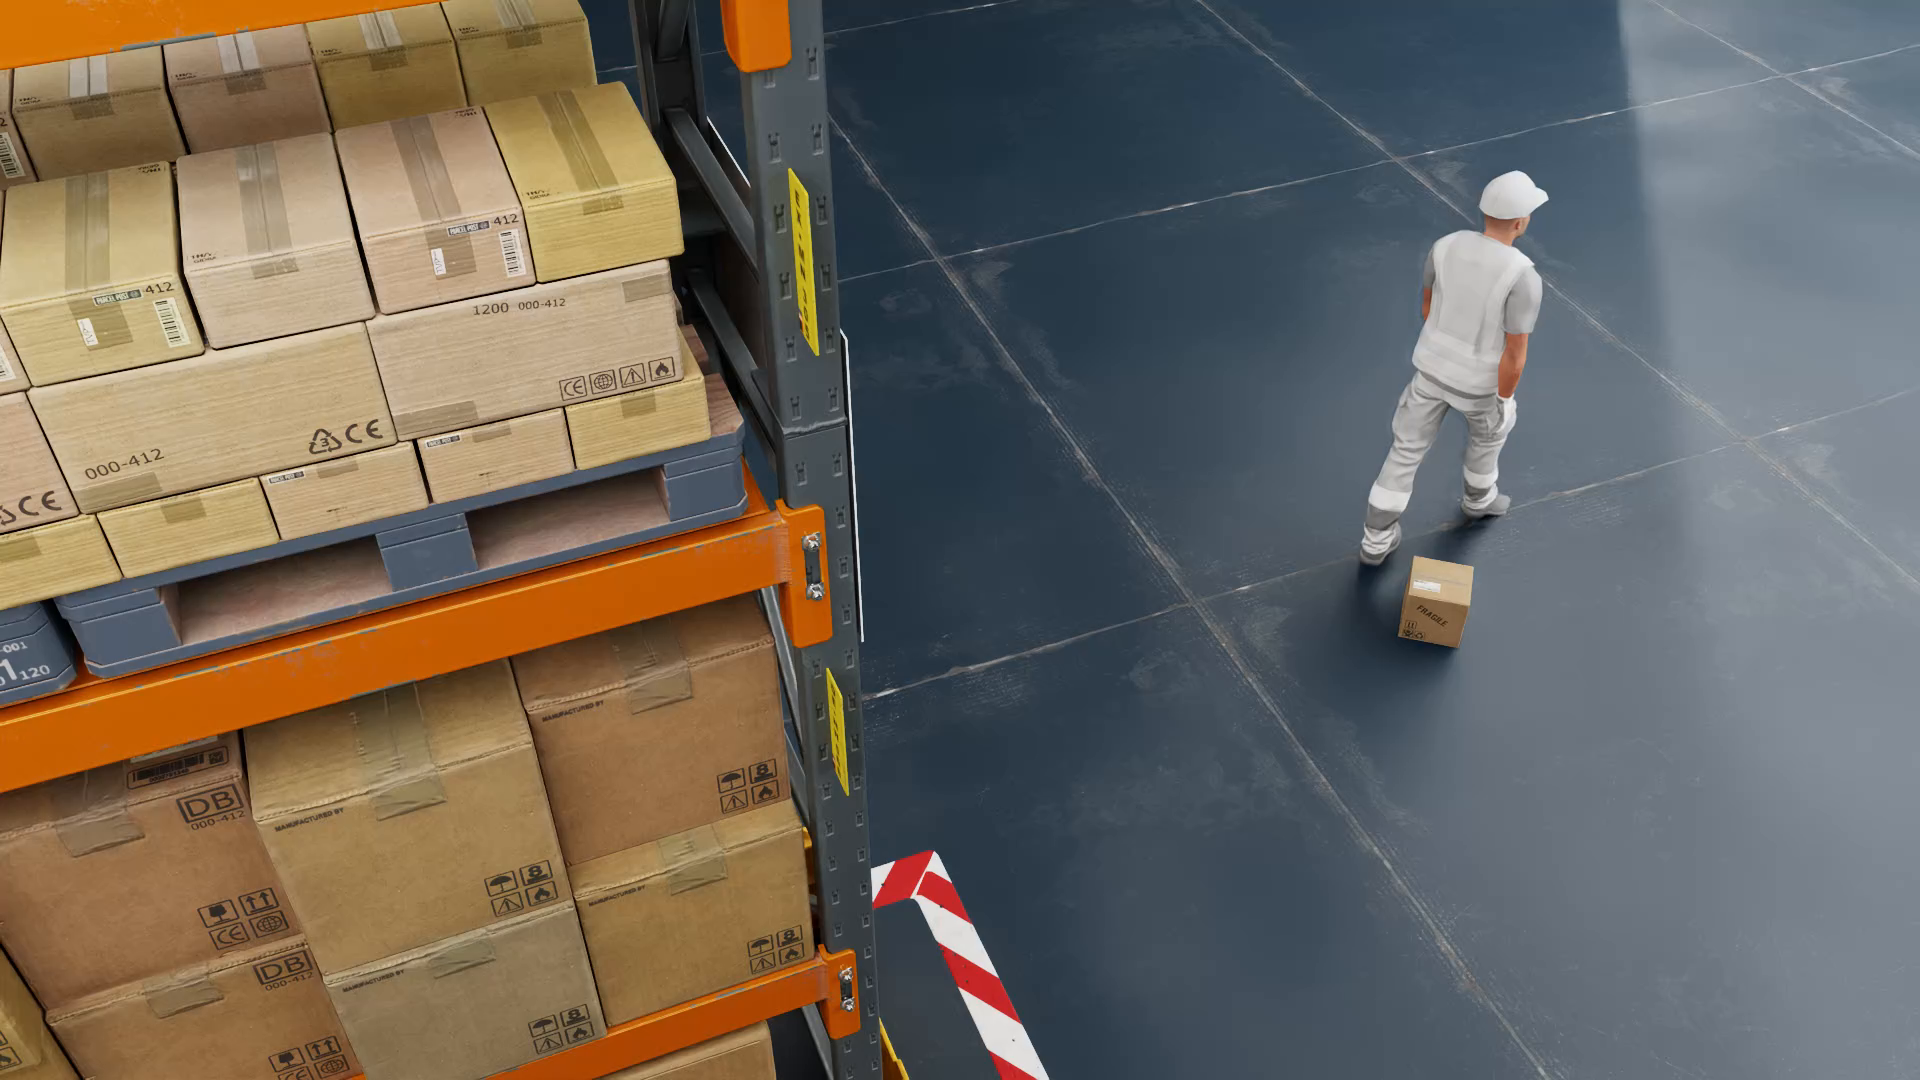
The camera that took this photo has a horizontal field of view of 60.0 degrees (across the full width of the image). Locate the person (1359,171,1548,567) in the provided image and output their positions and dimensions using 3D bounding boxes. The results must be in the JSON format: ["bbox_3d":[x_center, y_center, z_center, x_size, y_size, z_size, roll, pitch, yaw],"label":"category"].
[{"bbox_3d":[2.114,-0.702,6.948,0.568,1.788,0.895,32,51,31],"label":"person"}]
